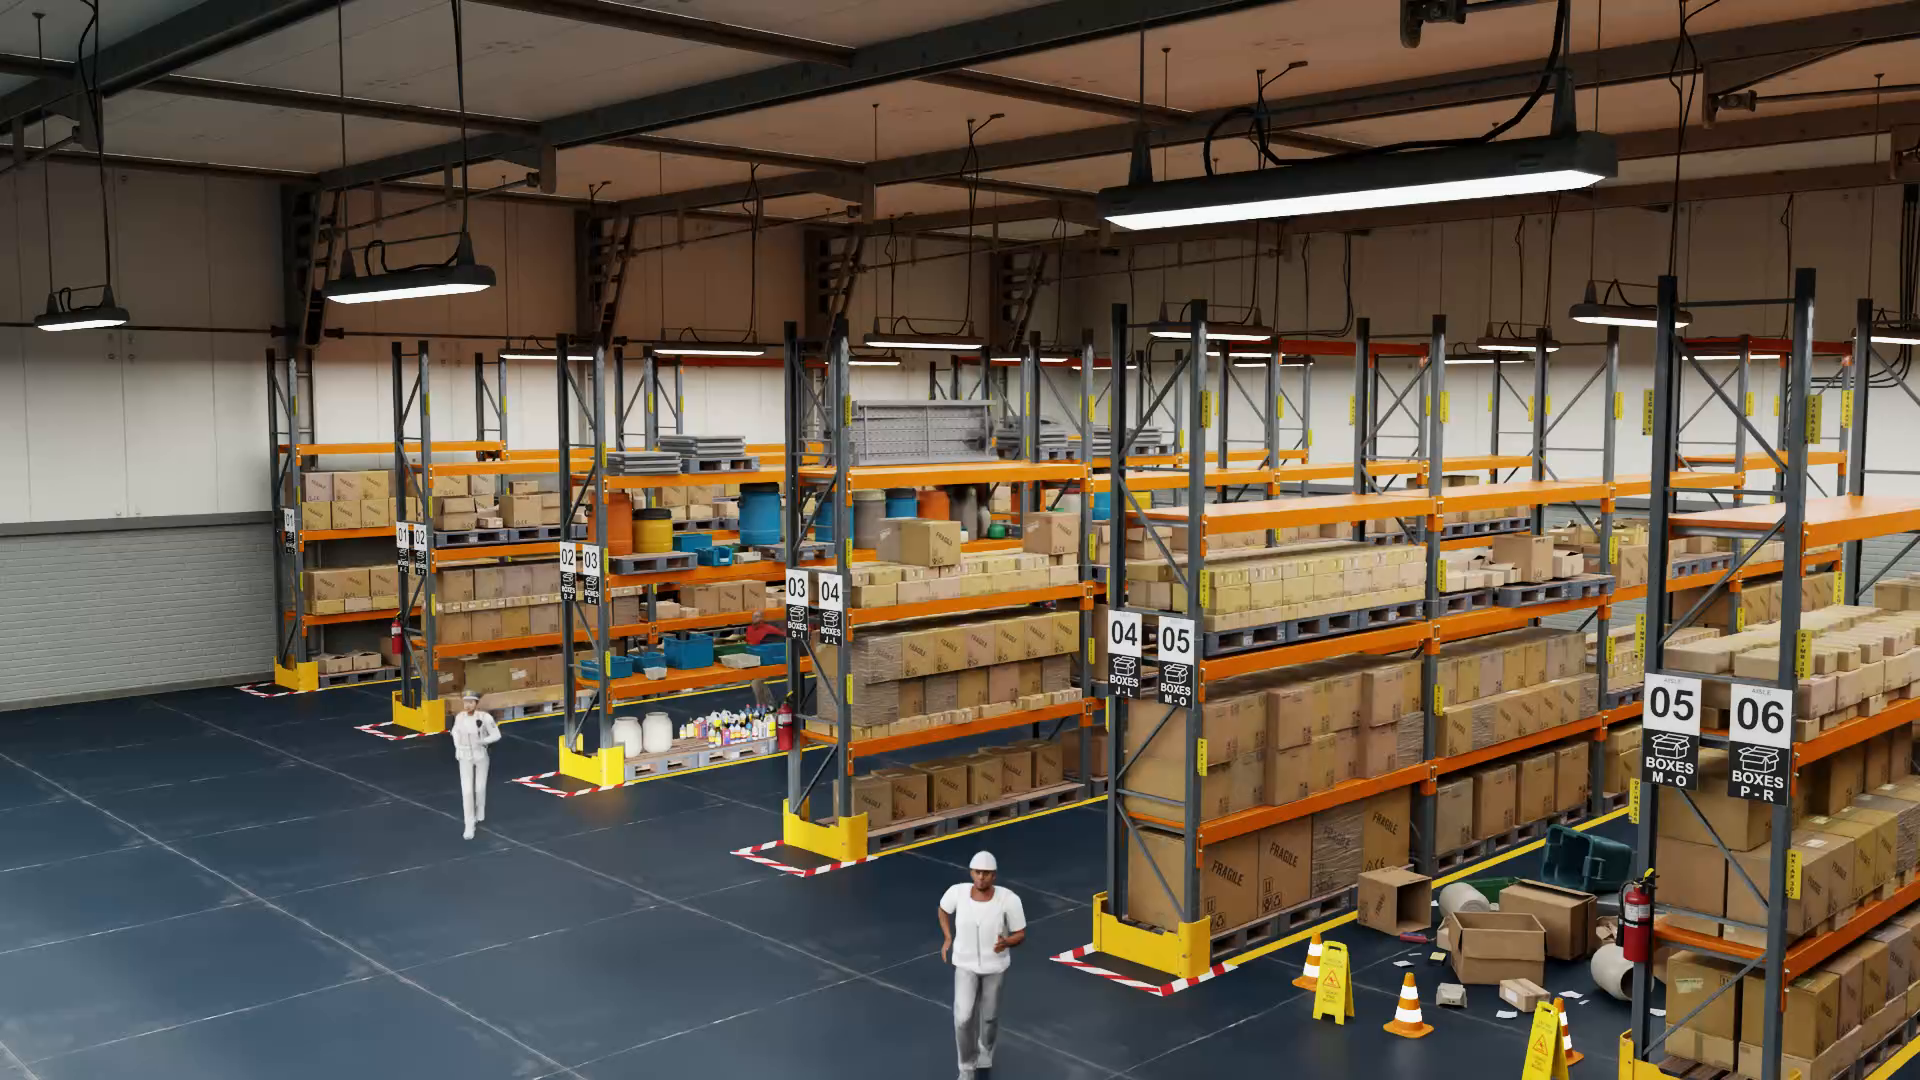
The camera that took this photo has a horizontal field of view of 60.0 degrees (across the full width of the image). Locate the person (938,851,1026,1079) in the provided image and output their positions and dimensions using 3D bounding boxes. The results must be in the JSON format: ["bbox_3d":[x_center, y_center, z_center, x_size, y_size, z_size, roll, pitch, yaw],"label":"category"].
[{"bbox_3d":[0.159,3.221,12.429,0.672,1.823,0.763,0,5,3],"label":"person"}]

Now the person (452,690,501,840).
[{"bbox_3d":[-5.743,2.614,19.743,0.597,1.721,0.868,-1,5,-8],"label":"person"}]

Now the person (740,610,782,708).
[{"bbox_3d":[-3.236,2.012,26.744,0.638,1.786,0.750,4,6,38],"label":"person"}]
